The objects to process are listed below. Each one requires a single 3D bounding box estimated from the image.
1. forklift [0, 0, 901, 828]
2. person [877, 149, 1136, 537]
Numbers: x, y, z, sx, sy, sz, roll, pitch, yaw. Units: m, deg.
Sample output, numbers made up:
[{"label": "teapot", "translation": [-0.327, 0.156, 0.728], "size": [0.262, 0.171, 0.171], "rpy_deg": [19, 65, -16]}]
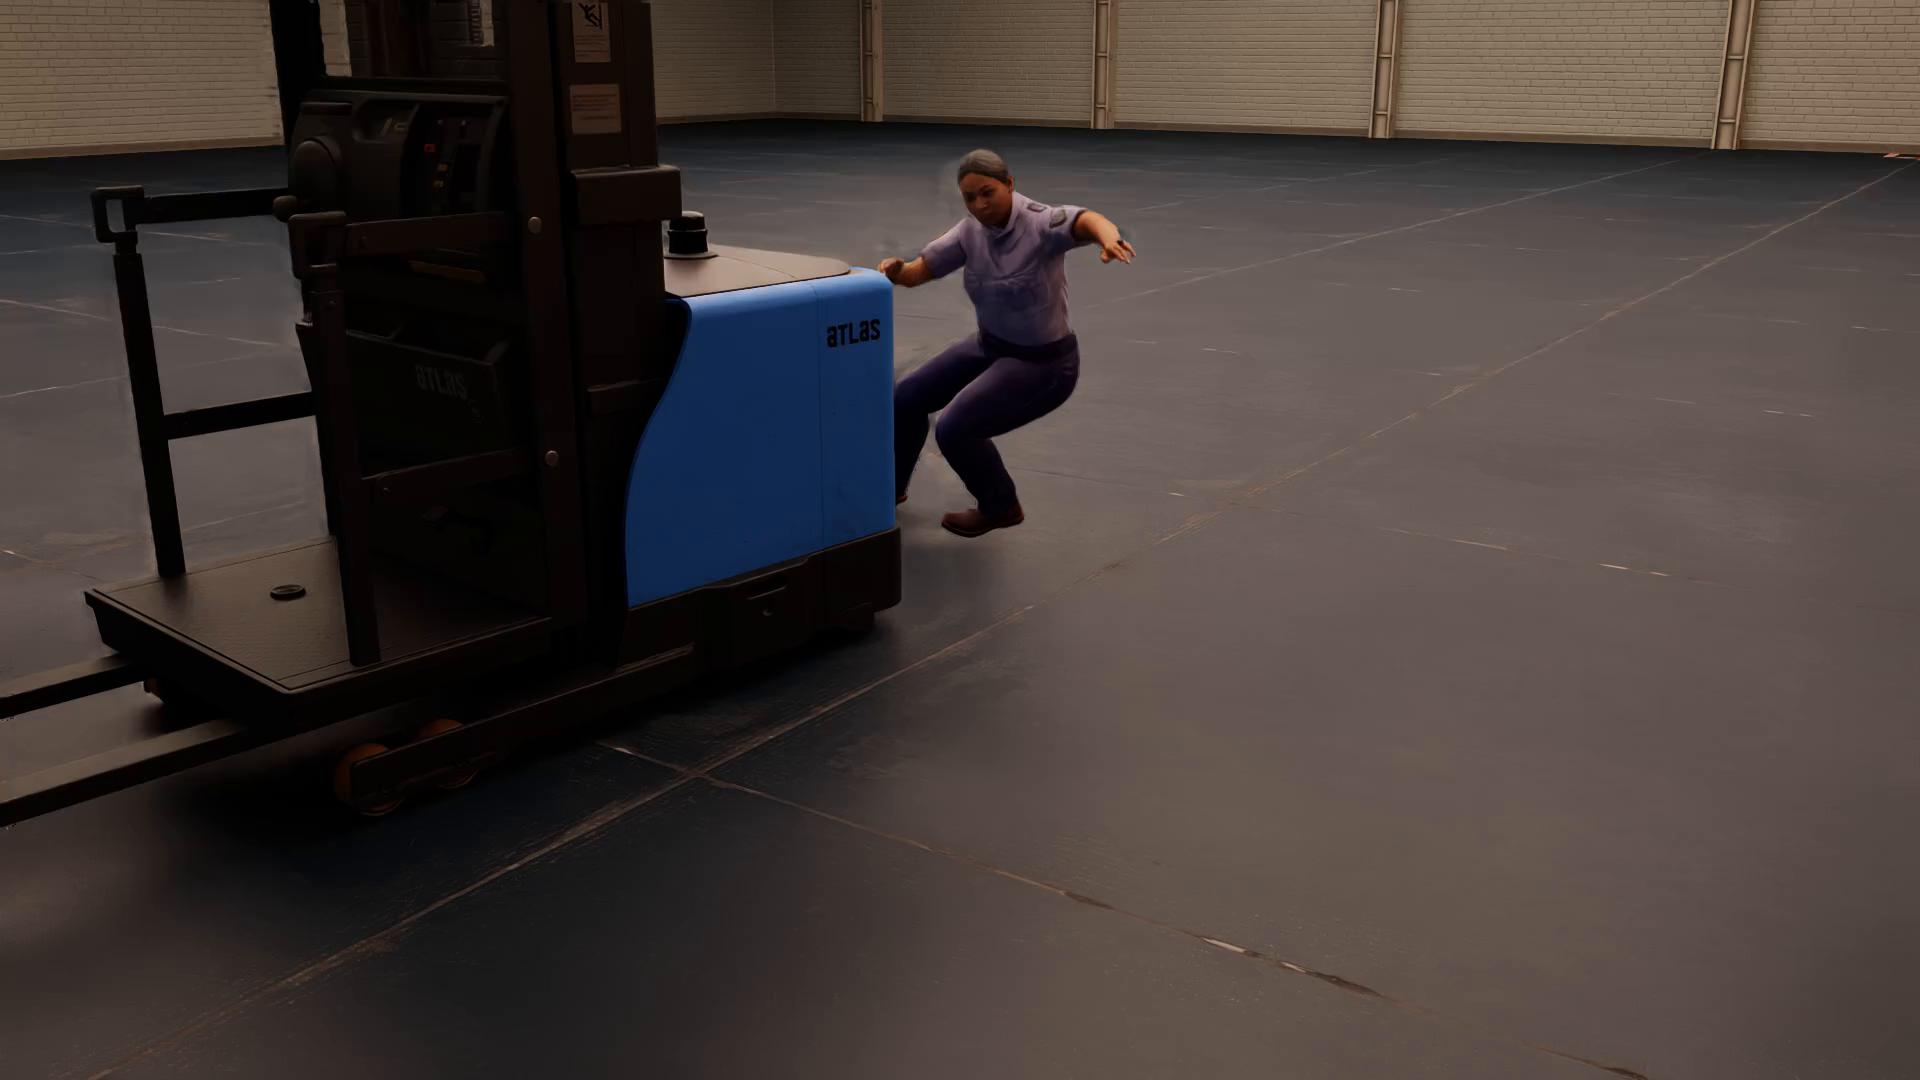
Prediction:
[{"label": "forklift", "translation": [-1.536, -0.932, 3.949], "size": [1.130, 2.935, 3.031], "rpy_deg": [14, 22, 40]}, {"label": "person", "translation": [0.080, -0.627, 5.678], "size": [0.760, 1.378, 1.529], "rpy_deg": [-15, 22, -40]}]
